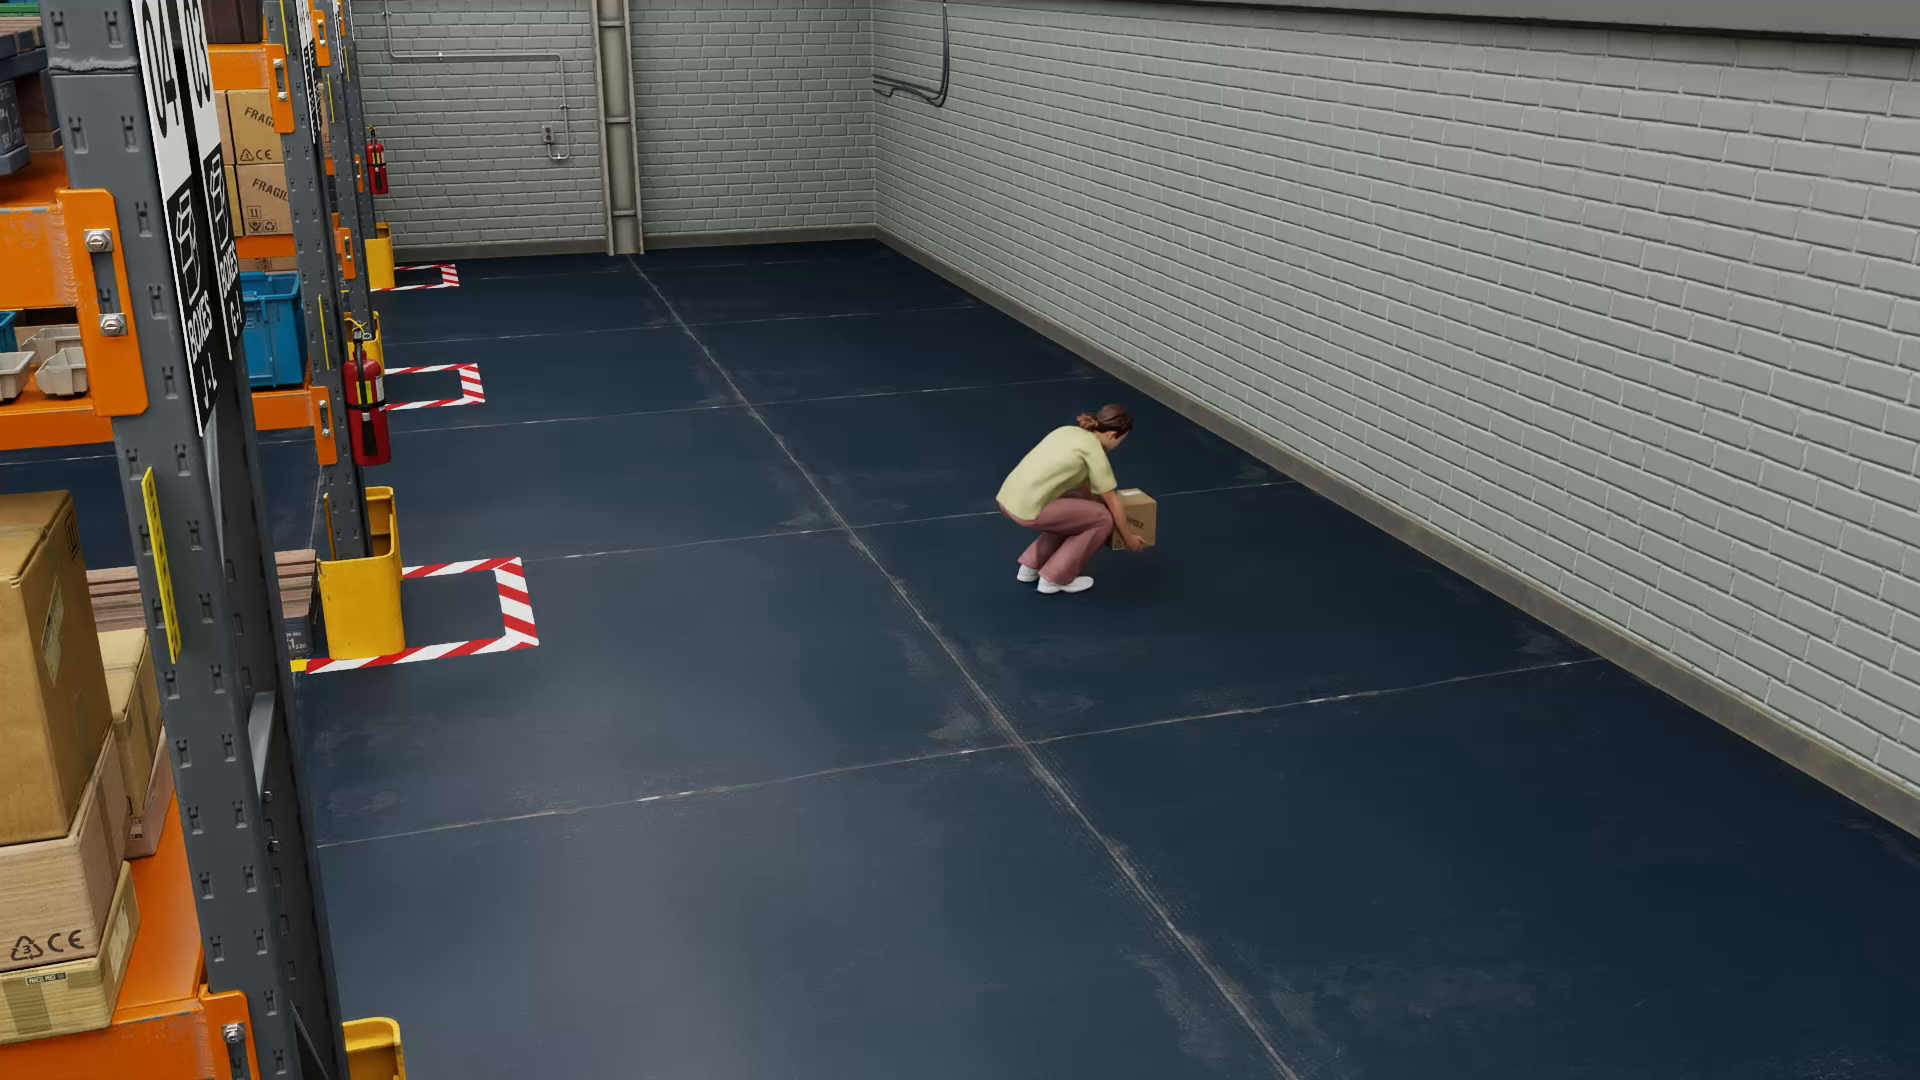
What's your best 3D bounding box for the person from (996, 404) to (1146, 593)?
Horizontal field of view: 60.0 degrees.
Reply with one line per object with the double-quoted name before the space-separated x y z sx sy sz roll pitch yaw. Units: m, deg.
"person" 0.570 -0.229 8.819 0.779 0.954 0.484 -6 20 -17
